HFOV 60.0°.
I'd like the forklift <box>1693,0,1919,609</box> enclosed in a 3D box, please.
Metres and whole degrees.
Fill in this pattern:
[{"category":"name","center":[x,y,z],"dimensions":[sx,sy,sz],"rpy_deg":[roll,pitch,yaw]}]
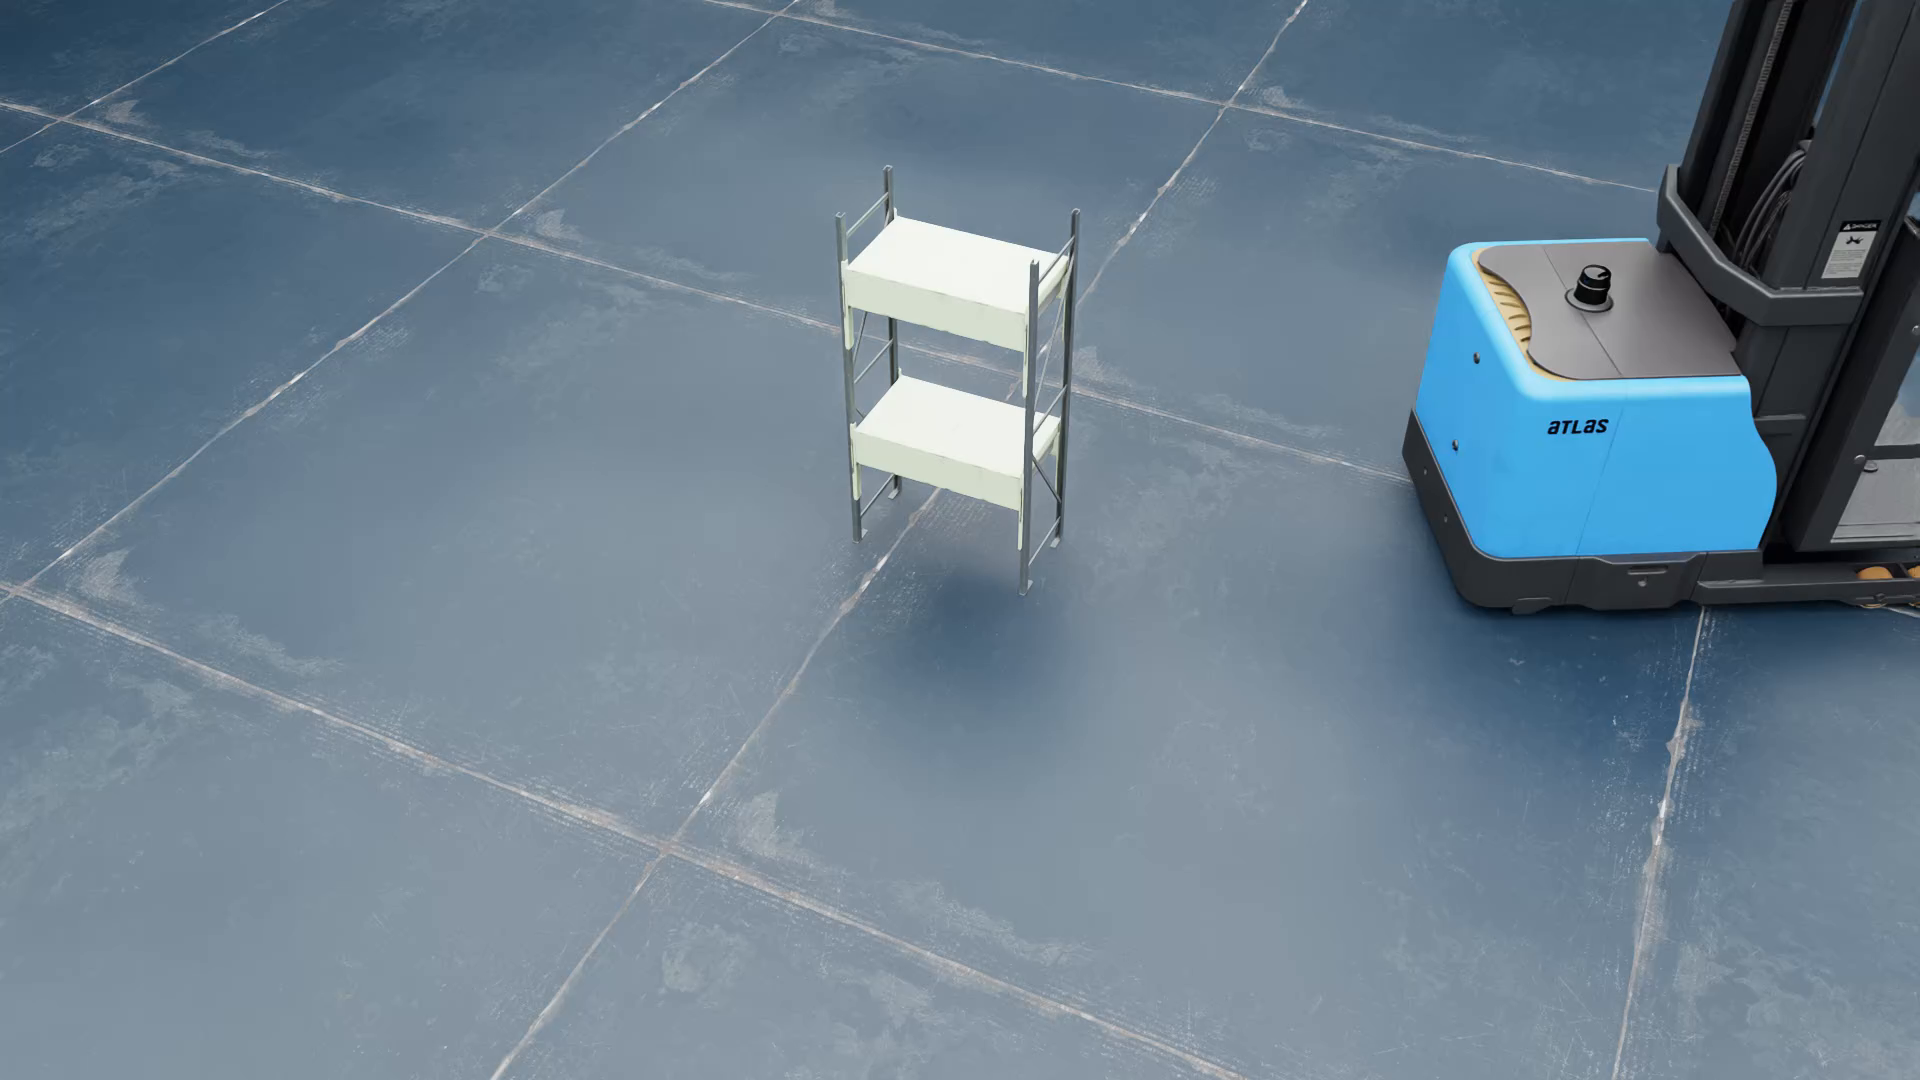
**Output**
[{"category":"forklift","center":[3.842,-1.128,5.965],"dimensions":[2.170,2.733,1.118],"rpy_deg":[-2,41,-2]}]

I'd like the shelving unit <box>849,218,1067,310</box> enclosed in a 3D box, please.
[{"category":"shelving unit","center":[-0.006,-0.964,5.918],"dimensions":[0.686,0.052,0.368],"rpy_deg":[17,44,19]}]

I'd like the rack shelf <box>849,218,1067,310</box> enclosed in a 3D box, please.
[{"category":"rack shelf","center":[-0.006,-0.964,5.918],"dimensions":[0.686,0.052,0.368],"rpy_deg":[17,44,19]}]
